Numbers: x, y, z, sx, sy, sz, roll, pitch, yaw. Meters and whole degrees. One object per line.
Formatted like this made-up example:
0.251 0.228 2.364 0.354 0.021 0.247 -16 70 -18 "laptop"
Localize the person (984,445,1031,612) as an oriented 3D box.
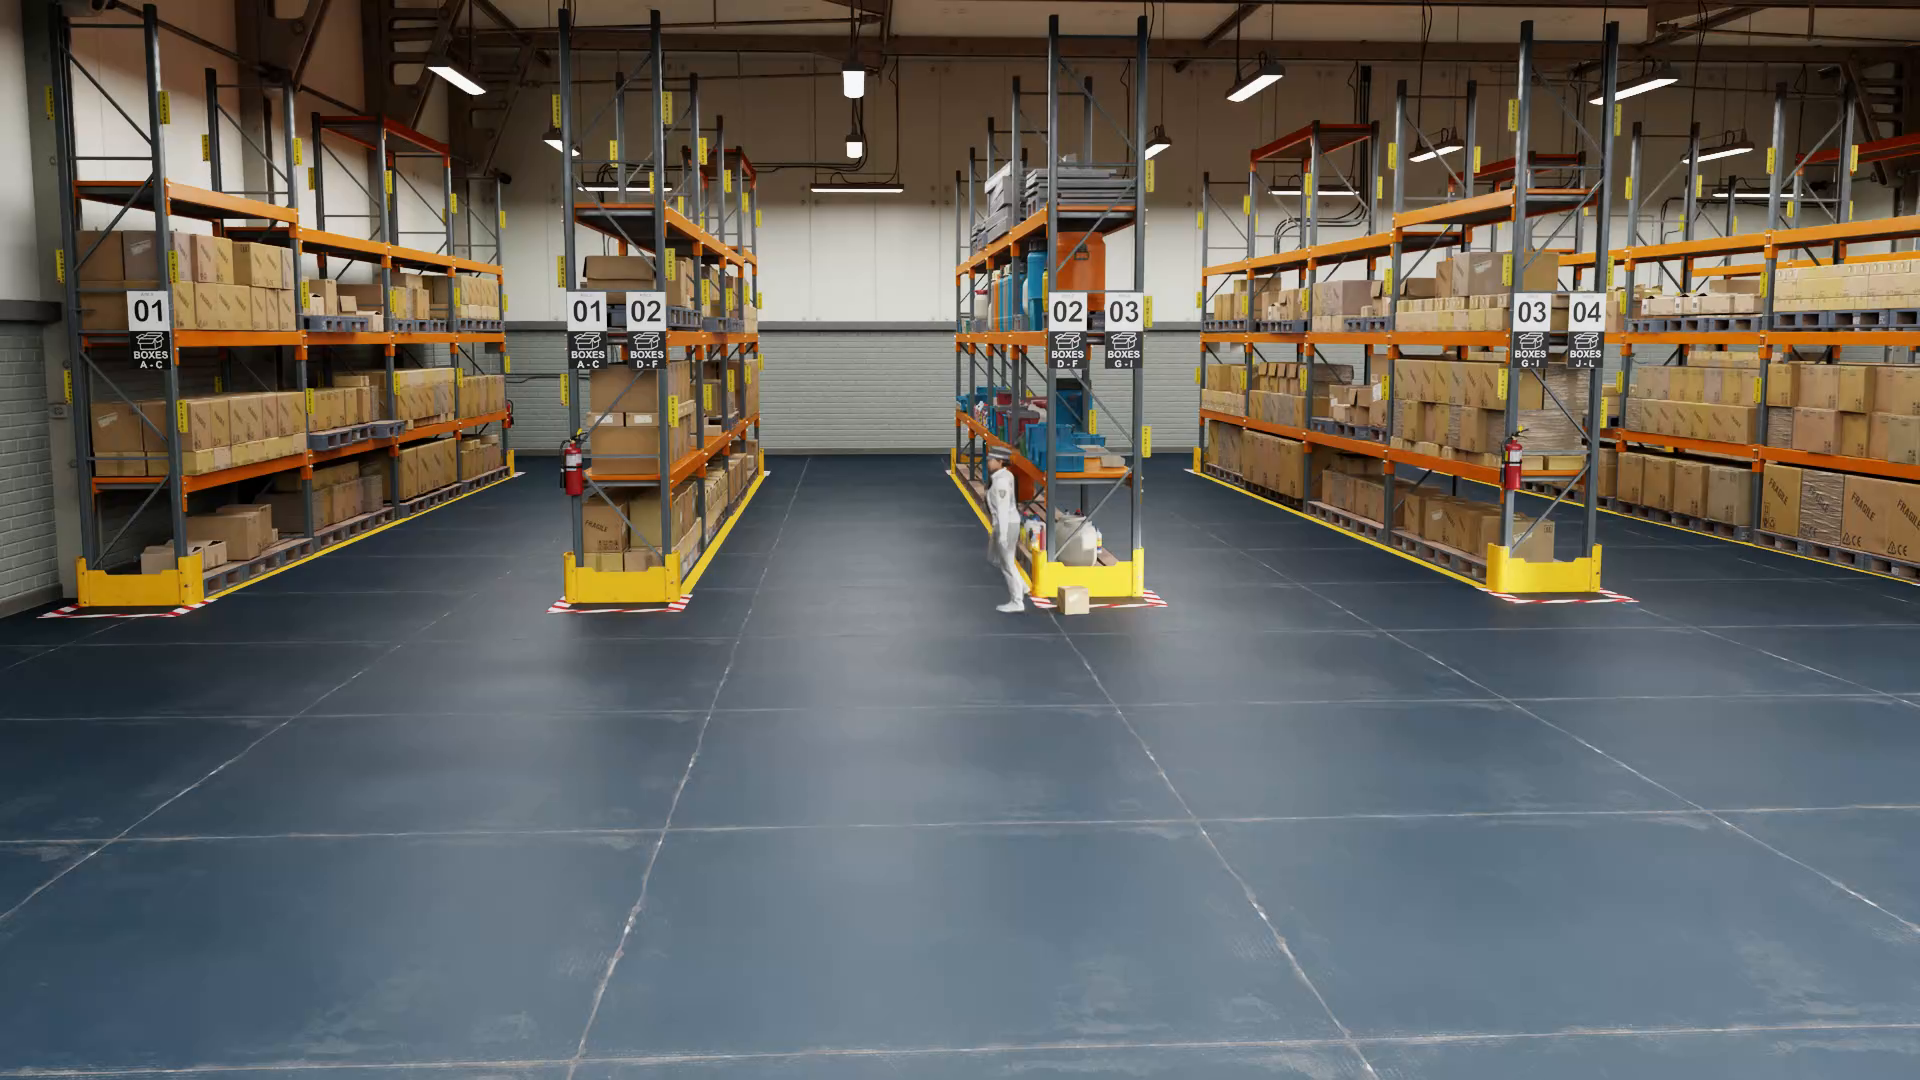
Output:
0.478 -0.115 16.533 0.461 1.668 0.517 0 7 3 "person"
